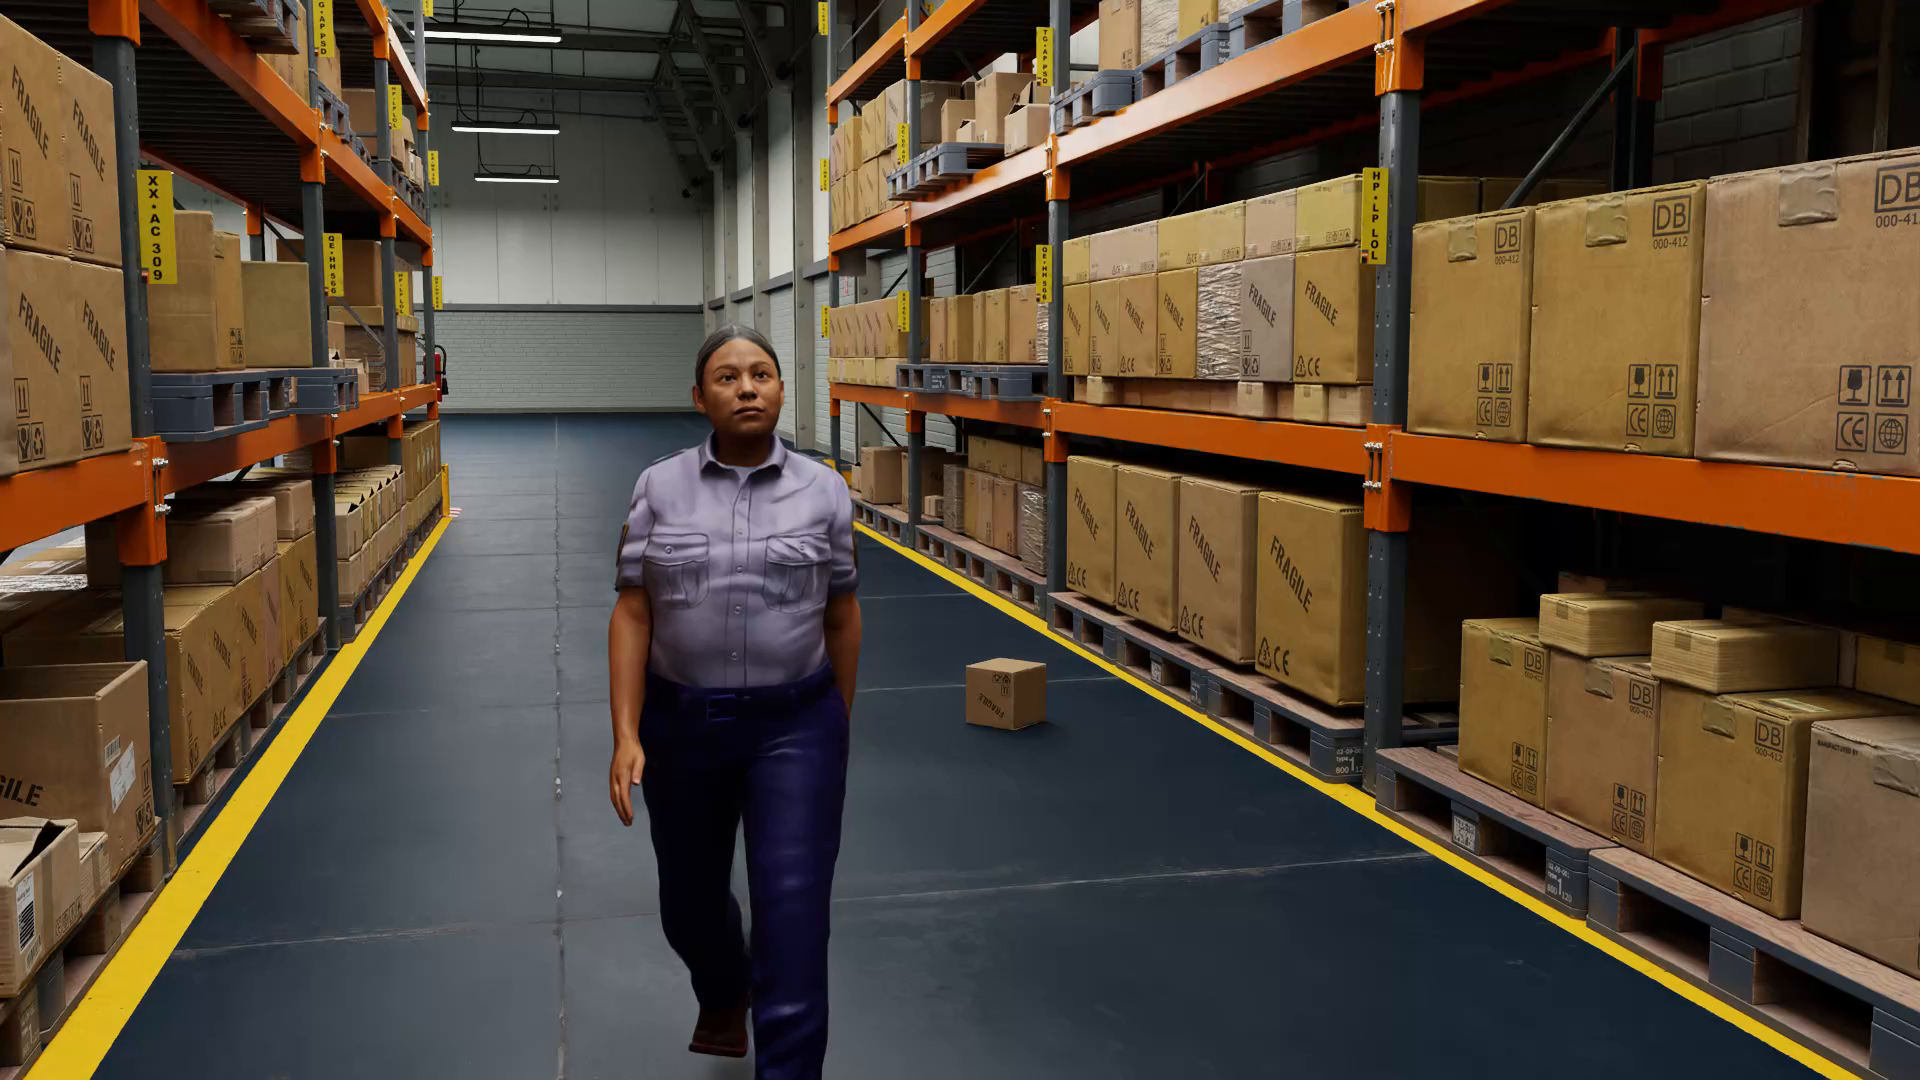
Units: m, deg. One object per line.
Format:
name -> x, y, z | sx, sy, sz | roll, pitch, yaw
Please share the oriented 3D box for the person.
person -> -0.431, 0.385, 3.217 | 0.472, 1.595, 0.977 | 0, 6, 0
